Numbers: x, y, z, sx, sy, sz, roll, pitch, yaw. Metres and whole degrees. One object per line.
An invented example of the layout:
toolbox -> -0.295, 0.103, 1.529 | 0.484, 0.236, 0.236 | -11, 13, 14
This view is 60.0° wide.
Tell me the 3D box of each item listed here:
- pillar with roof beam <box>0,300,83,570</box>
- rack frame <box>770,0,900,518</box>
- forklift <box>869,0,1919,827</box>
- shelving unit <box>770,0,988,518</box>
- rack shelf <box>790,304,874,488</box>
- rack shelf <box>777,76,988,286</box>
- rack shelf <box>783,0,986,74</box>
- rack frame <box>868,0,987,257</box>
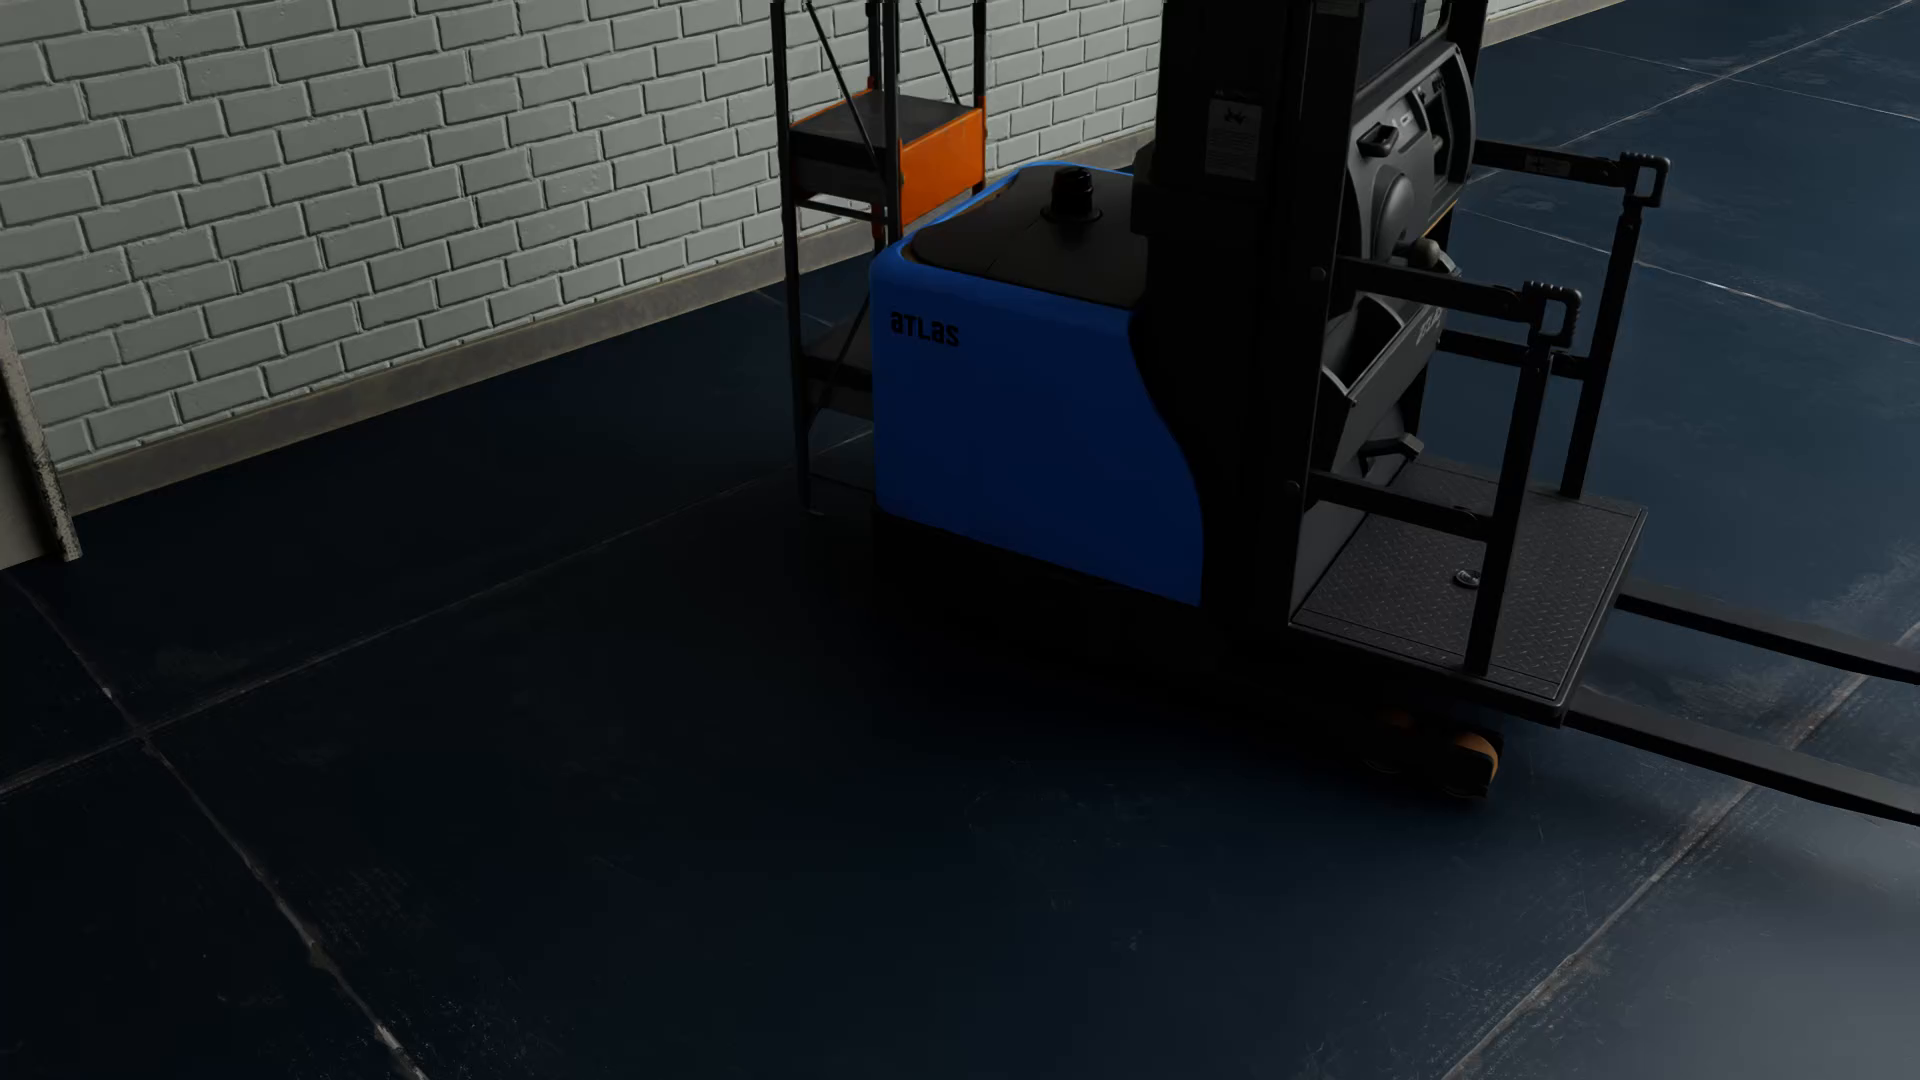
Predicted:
pillar with roof beam -> -0.048, -2.132, 0.110 | 0.400, 9.000, 9.100 | -26, 40, -35
rack frame -> -0.345, -0.939, 4.774 | 0.400, 2.100, 0.015 | 17, 35, 25
forklift -> 1.274, -0.919, 3.943 | 3.031, 2.935, 1.130 | 17, 35, 25
shelving unit -> -0.222, -1.050, 4.954 | 0.431, 2.100, 0.503 | 17, 35, 25
rack shelf -> -0.222, -0.441, 5.326 | 0.431, 0.518, 0.480 | 17, 35, 25
rack shelf -> -0.222, -1.038, 4.961 | 0.431, 0.518, 0.480 | 17, 35, 25
rack shelf -> -0.222, -1.635, 4.596 | 0.431, 0.518, 0.480 | 17, 35, 25
rack frame -> -0.100, -1.160, 5.134 | 0.400, 2.100, 0.015 | 17, 35, 25
